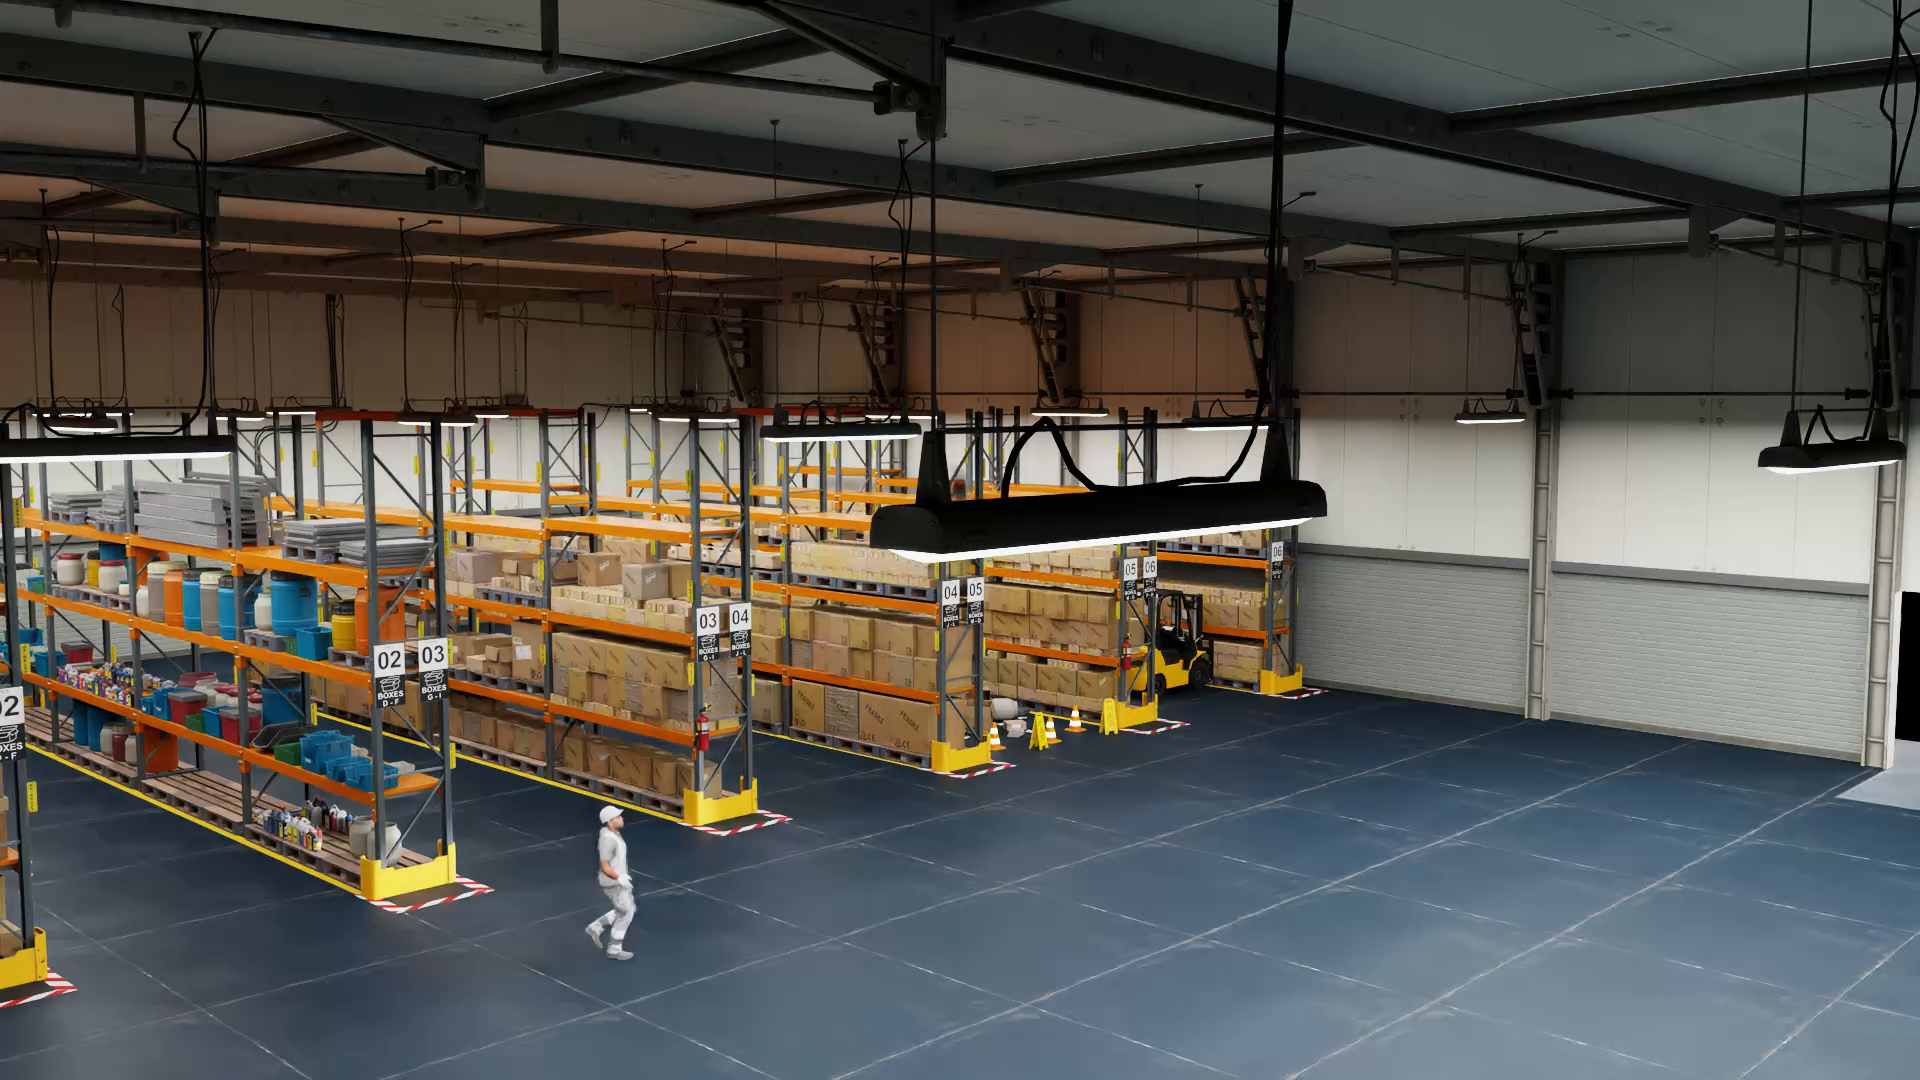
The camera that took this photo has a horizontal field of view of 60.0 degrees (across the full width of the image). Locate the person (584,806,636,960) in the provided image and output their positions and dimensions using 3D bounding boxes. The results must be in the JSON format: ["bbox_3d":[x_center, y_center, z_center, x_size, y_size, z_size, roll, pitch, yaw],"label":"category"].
[{"bbox_3d":[-3.913,3.821,18.561,0.565,1.749,0.653,-1,5,-12],"label":"person"}]

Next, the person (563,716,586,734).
[{"bbox_3d":[-7.039,2.806,30.728,0.795,1.559,0.550,5,7,44],"label":"person"}]
